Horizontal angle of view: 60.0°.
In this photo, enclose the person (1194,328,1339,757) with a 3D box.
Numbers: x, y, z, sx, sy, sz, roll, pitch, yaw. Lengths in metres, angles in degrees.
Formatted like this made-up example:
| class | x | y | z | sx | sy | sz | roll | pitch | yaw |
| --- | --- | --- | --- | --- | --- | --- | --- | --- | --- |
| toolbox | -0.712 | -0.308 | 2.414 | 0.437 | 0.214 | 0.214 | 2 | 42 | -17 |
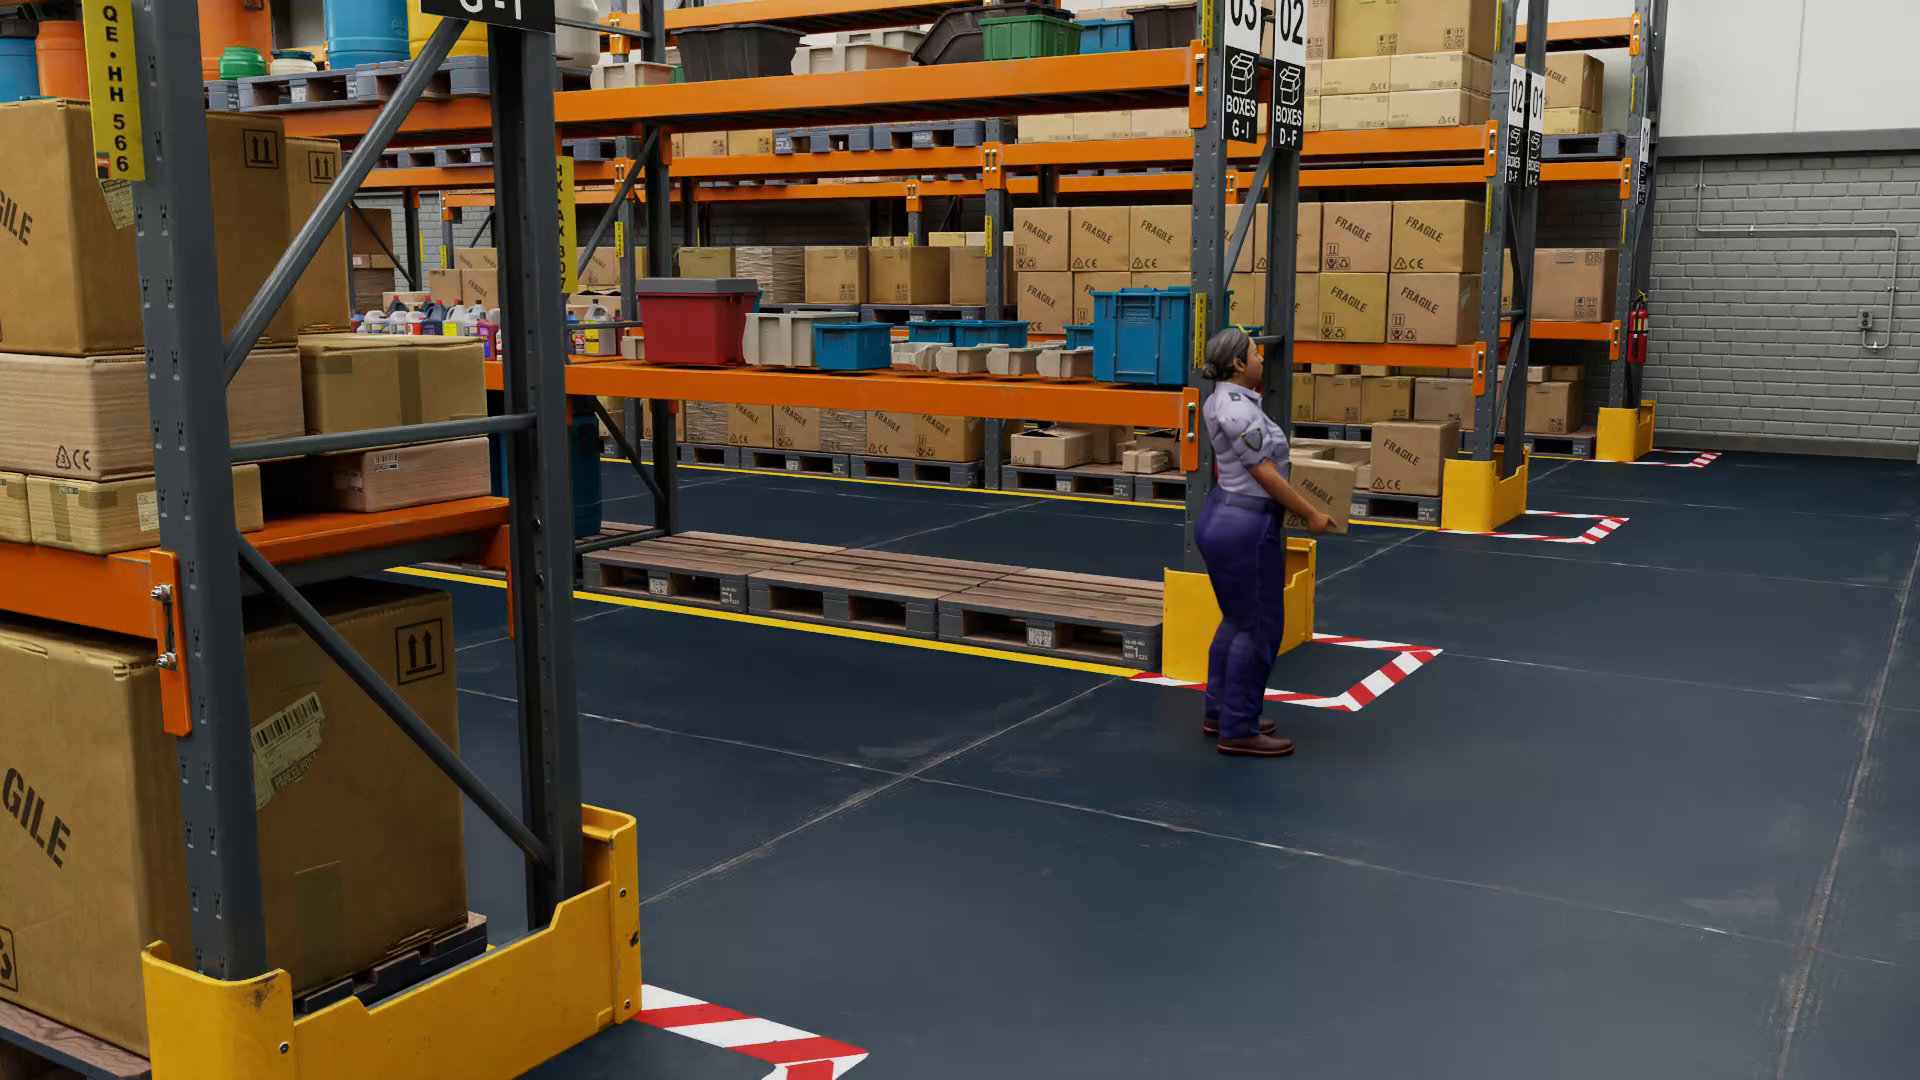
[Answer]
| class | x | y | z | sx | sy | sz | roll | pitch | yaw |
| --- | --- | --- | --- | --- | --- | --- | --- | --- | --- |
| person | 1.179 | -0.003 | 6.480 | 0.515 | 1.634 | 0.452 | -1 | 10 | -3 |
